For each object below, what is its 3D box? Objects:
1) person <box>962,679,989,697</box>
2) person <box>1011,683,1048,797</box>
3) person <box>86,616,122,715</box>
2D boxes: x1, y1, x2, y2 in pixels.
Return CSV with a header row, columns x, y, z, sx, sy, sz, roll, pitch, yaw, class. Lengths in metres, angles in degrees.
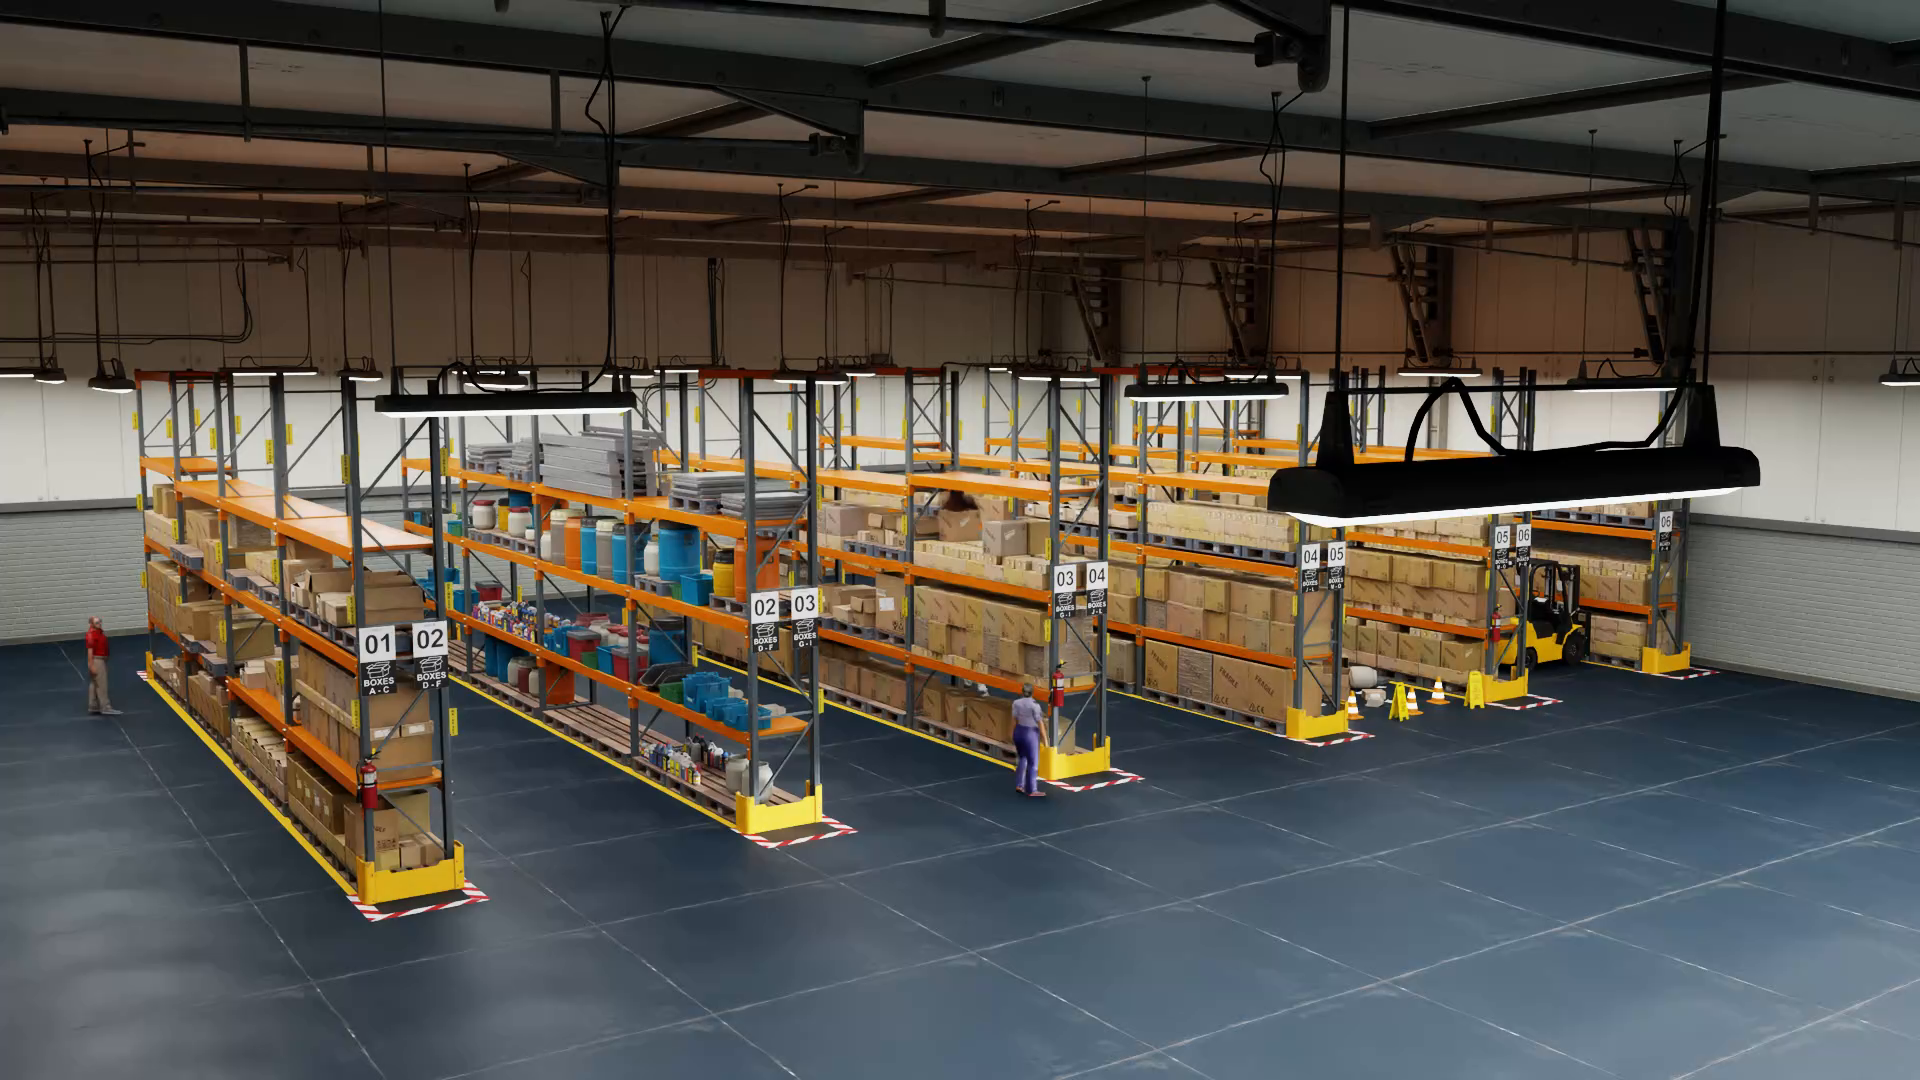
x,y,z,sx,sy,sz,roll,pitch,yaw,class
0.397,2.072,29.970,0.529,1.691,1.087,-6,9,-42,person
0.981,2.878,23.786,0.382,1.724,0.538,-6,9,-41,person
-15.052,2.188,29.180,0.532,1.748,0.557,-3,7,-24,person
